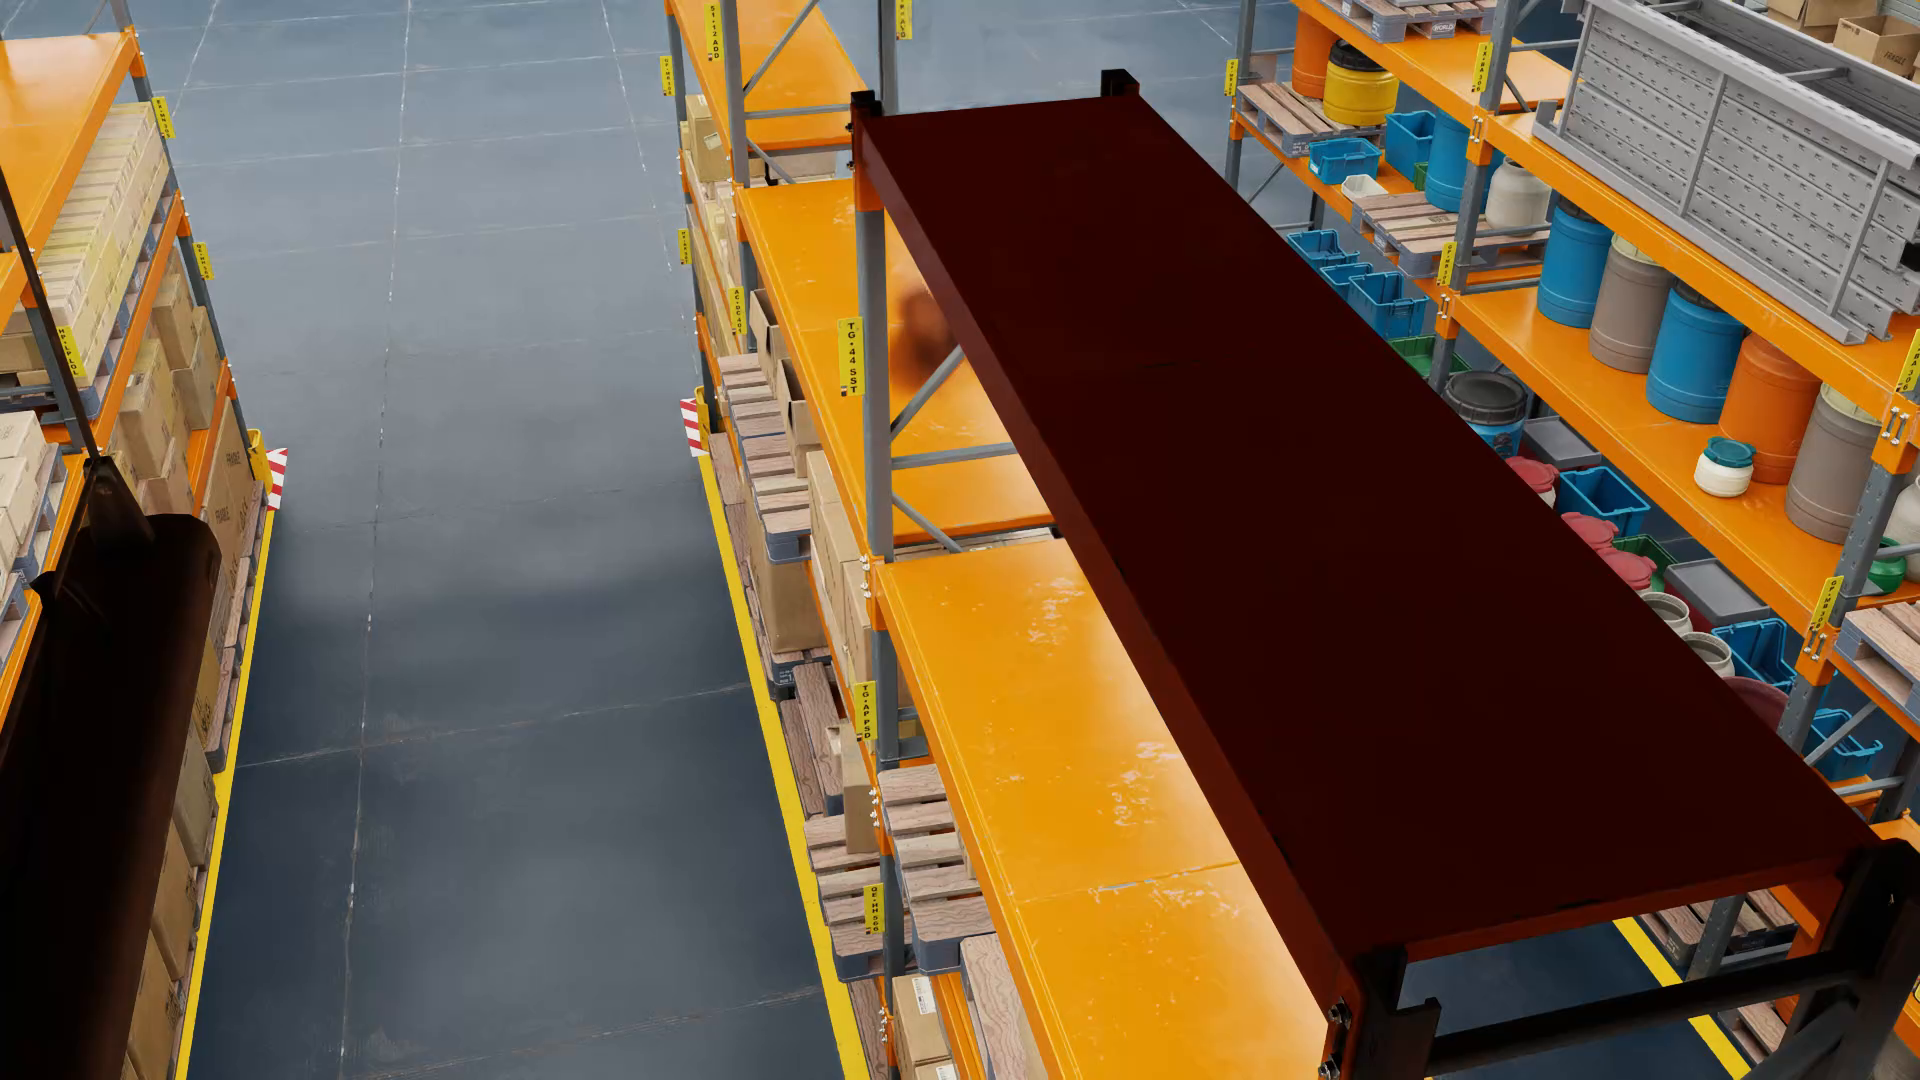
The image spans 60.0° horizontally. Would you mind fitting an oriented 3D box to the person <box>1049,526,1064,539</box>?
[{"bbox_3d":[0.734,0.579,11.759,0.529,1.696,0.887,-8,35,-12],"label":"person"}]
